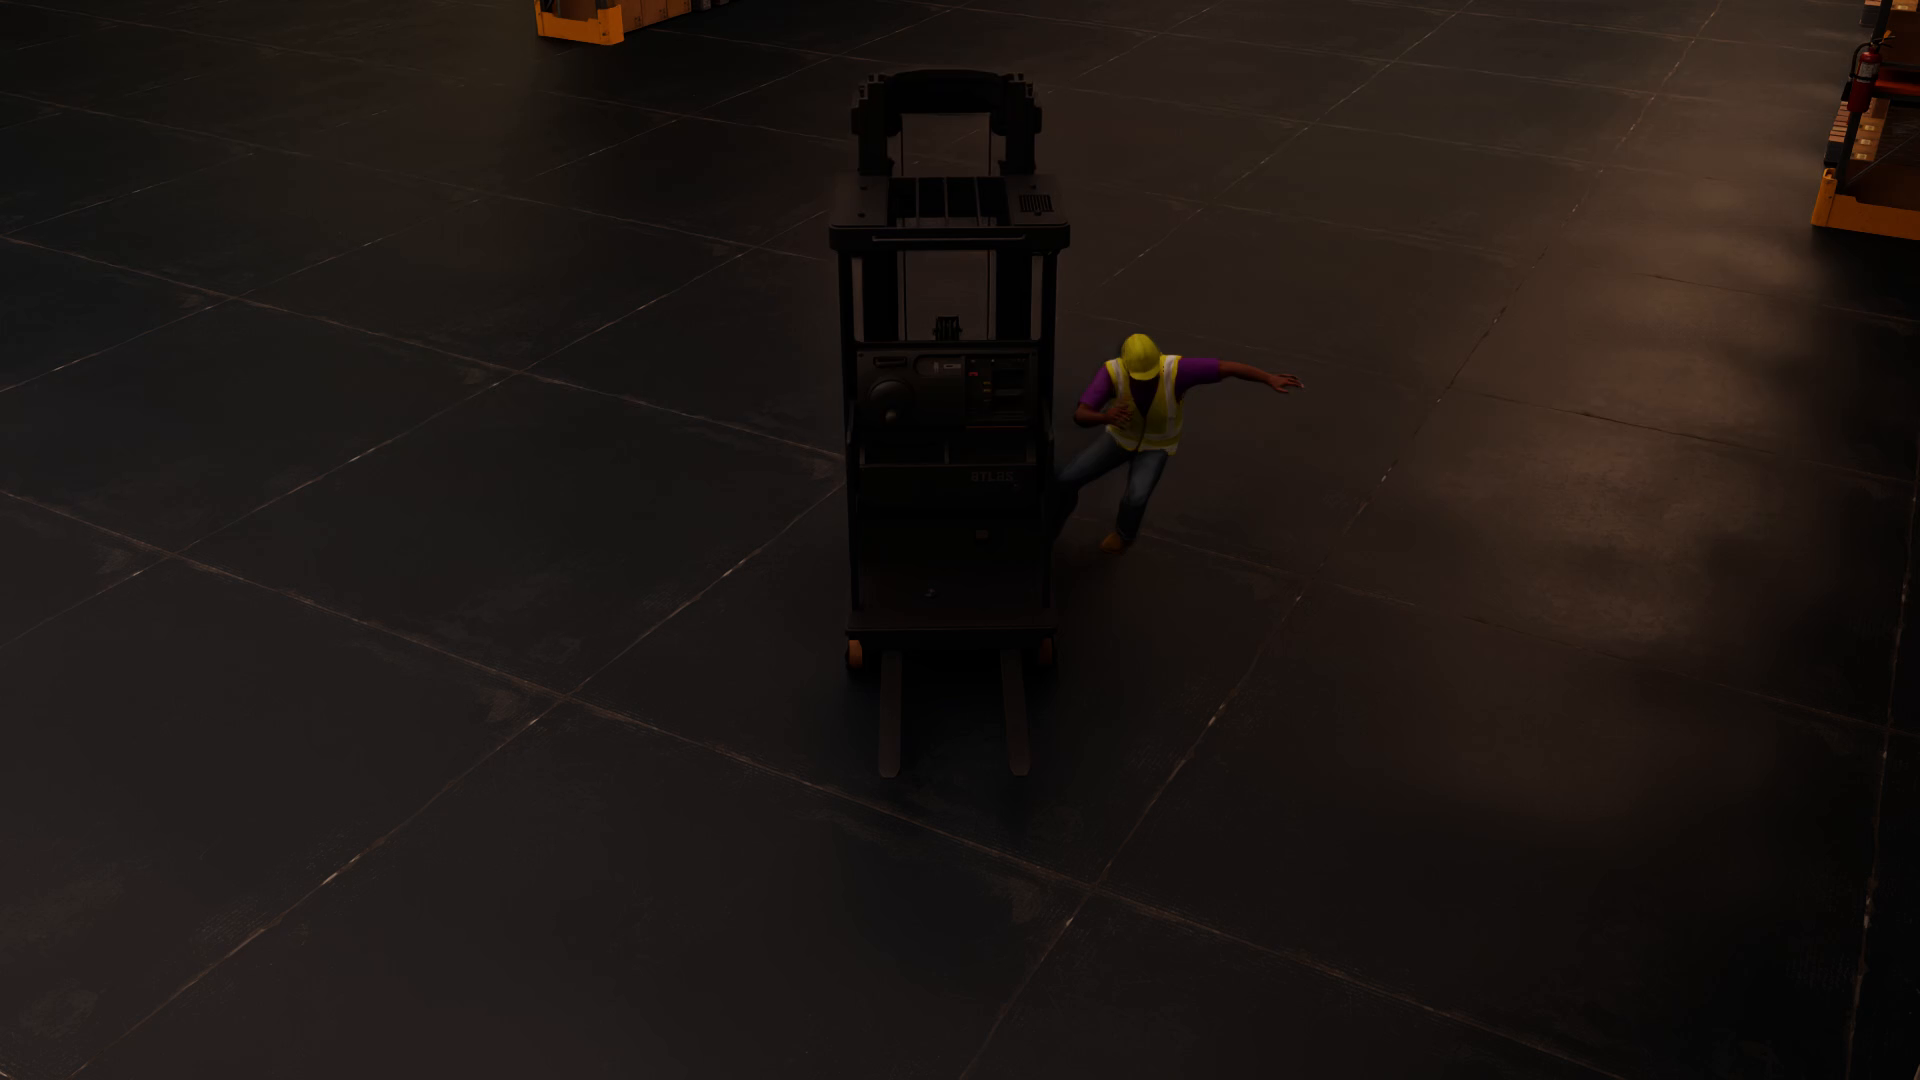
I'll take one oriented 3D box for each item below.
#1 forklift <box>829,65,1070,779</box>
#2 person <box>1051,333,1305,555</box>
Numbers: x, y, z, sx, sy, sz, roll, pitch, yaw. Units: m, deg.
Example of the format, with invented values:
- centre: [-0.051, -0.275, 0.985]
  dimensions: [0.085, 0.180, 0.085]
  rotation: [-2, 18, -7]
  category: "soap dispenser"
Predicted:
- centre: [-0.056, -0.741, 8.354]
  dimensions: [1.130, 2.935, 3.031]
  rotation: [-1, 30, -1]
  category: "forklift"
- centre: [1.096, -0.498, 9.434]
  dimensions: [1.595, 1.446, 0.793]
  rotation: [6, 31, 11]
  category: "person"
